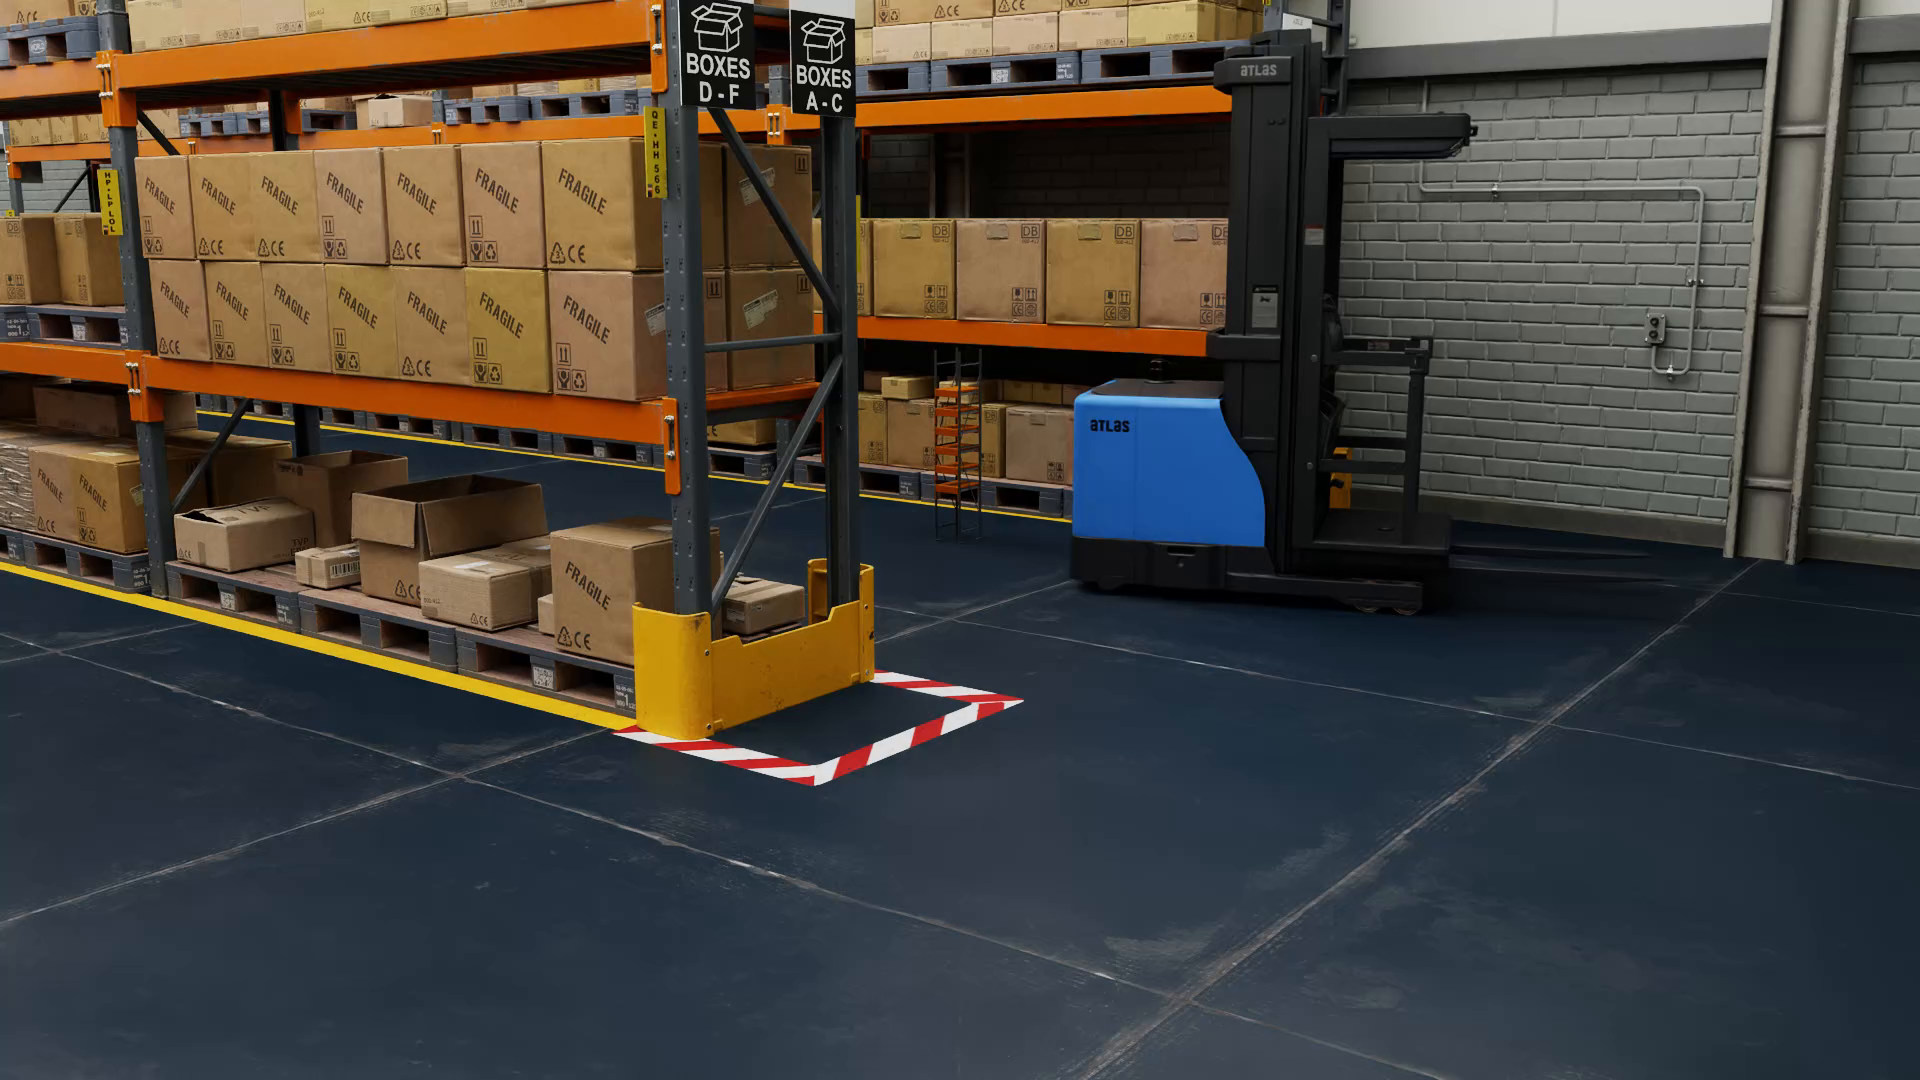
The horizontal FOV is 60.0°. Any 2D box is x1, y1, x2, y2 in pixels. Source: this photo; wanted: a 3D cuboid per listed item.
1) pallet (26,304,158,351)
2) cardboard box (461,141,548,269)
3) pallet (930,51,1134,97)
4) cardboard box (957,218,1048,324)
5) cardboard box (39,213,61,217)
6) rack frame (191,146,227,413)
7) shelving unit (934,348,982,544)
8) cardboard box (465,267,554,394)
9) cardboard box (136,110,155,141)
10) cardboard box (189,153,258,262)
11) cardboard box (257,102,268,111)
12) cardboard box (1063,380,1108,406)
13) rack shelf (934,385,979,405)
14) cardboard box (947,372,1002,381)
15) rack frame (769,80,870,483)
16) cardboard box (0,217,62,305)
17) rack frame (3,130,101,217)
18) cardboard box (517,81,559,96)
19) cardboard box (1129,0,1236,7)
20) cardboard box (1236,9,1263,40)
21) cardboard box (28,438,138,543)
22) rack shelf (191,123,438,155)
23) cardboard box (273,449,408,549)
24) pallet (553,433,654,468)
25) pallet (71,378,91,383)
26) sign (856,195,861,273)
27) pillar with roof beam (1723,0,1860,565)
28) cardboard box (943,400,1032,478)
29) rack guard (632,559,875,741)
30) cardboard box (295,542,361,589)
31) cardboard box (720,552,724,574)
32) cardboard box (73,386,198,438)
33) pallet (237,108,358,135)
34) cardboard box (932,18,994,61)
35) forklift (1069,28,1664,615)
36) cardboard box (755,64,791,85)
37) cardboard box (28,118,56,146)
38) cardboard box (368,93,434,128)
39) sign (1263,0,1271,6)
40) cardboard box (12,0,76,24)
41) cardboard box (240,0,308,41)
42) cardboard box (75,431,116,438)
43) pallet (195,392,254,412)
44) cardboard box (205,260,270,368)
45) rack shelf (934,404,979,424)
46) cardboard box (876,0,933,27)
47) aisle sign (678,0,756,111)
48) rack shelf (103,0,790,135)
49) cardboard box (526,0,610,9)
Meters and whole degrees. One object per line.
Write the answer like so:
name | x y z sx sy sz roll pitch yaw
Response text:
pallet | -4.579 -1.247 9.584 1.213 0.211 1.003 8 13 36
cardboard box | -1.705 -1.390 6.920 0.500 0.500 0.500 8 14 37
pallet | 0.562 -3.192 11.468 1.213 0.211 1.003 8 13 36
cardboard box | 0.534 -1.914 11.737 0.700 0.700 0.980 7 13 33
cardboard box | -10.143 -3.490 19.042 0.500 0.500 0.500 8 14 36
rack frame | -7.519 -2.893 17.586 0.127 3.000 1.000 8 13 36
shelving unit | -0.012 -0.591 10.424 0.189 1.200 0.258 8 13 36
cardboard box | -1.718 -0.901 7.025 0.500 0.500 0.500 8 14 36
cardboard box | -8.472 -4.502 17.692 0.500 0.500 0.500 7 13 31
cardboard box | -3.370 -1.621 8.115 0.500 0.500 0.500 7 13 34
cardboard box | -6.629 -4.385 16.531 0.500 0.311 0.500 8 14 37
cardboard box | 0.934 -1.035 11.749 0.250 0.149 0.380 8 14 36
rack shelf | -0.012 -0.901 10.364 0.180 0.103 0.258 8 13 36
cardboard box | 0.111 -1.149 12.342 0.250 0.149 0.380 7 13 34
rack frame | -1.070 -1.994 12.937 0.127 3.000 1.000 8 13 36
cardboard box | -5.460 -1.679 9.944 0.500 0.500 0.700 4 12 21
rack frame | -10.743 -3.343 19.911 0.127 3.000 1.000 8 13 36
cardboard box | -3.412 -4.084 14.423 0.500 0.500 0.700 7 13 32
cardboard box | 1.402 -3.607 10.431 0.500 0.500 0.500 8 13 35
cardboard box | 1.710 -3.318 10.911 0.500 0.250 0.500 9 14 38
cardboard box | -4.960 -0.292 9.565 0.500 0.500 0.500 8 14 36
rack shelf | -5.907 -3.788 16.208 4.000 0.370 1.077 8 13 36
cardboard box | -3.372 -0.203 9.104 0.500 0.500 0.500 8 13 36
pallet | -2.725 -0.837 14.299 1.213 0.211 1.003 8 13 36
pallet | -10.047 -1.868 19.632 1.213 0.211 1.003 8 13 36
sign | -0.455 -1.293 7.038 0.005 0.325 0.100 8 13 36
pillar with roof beam | 2.294 -3.659 5.752 0.400 9.000 9.100 8 13 36
cardboard box | 0.287 -0.758 12.025 0.500 0.500 0.700 8 14 37
rack guard | -0.837 0.434 6.972 0.348 0.500 1.175 8 13 36
cardboard box | -3.086 0.116 8.333 0.250 0.166 0.380 8 13 36
cardboard box | -1.449 0.188 7.741 0.500 0.250 0.500 8 13 36
cardboard box | -5.051 -0.796 10.195 0.500 0.250 0.500 8 14 36
pallet | -6.246 -4.072 16.276 1.003 0.211 1.213 8 13 36
cardboard box | 0.151 -3.414 11.407 0.500 0.250 0.500 7 13 34
forklift | 2.173 -1.166 8.838 3.031 2.935 1.130 3 11 16
cardboard box | -1.715 -3.847 13.199 0.500 0.500 0.700 7 13 32
cardboard box | -10.209 -4.733 18.882 0.500 0.500 0.500 9 14 39
cardboard box | -5.035 -3.922 15.188 0.500 0.311 0.500 8 13 36
sign | 1.821 -3.331 9.830 0.005 0.325 0.100 8 13 36
cardboard box | -4.914 -3.151 9.393 0.600 0.600 0.600 8 13 35
cardboard box | -2.951 -2.428 7.681 0.500 0.250 0.500 8 13 36
cardboard box | -5.080 -0.431 10.282 0.500 0.500 0.500 8 14 36
pallet | -8.081 -1.594 18.214 1.213 0.211 1.003 8 13 36
cardboard box | -3.336 -1.128 8.199 0.500 0.500 0.500 8 14 37
rack shelf | -0.012 -0.783 10.387 0.180 0.103 0.258 8 13 36
cardboard box | -0.244 -3.836 11.616 0.500 0.500 0.500 8 13 34
aisle sign | -0.902 -2.007 6.162 0.004 0.787 0.394 8 13 36
rack shelf | -2.388 -2.129 7.636 4.000 0.370 1.077 8 13 36
cardboard box | -1.346 -2.202 6.510 0.500 0.250 0.500 8 13 36
